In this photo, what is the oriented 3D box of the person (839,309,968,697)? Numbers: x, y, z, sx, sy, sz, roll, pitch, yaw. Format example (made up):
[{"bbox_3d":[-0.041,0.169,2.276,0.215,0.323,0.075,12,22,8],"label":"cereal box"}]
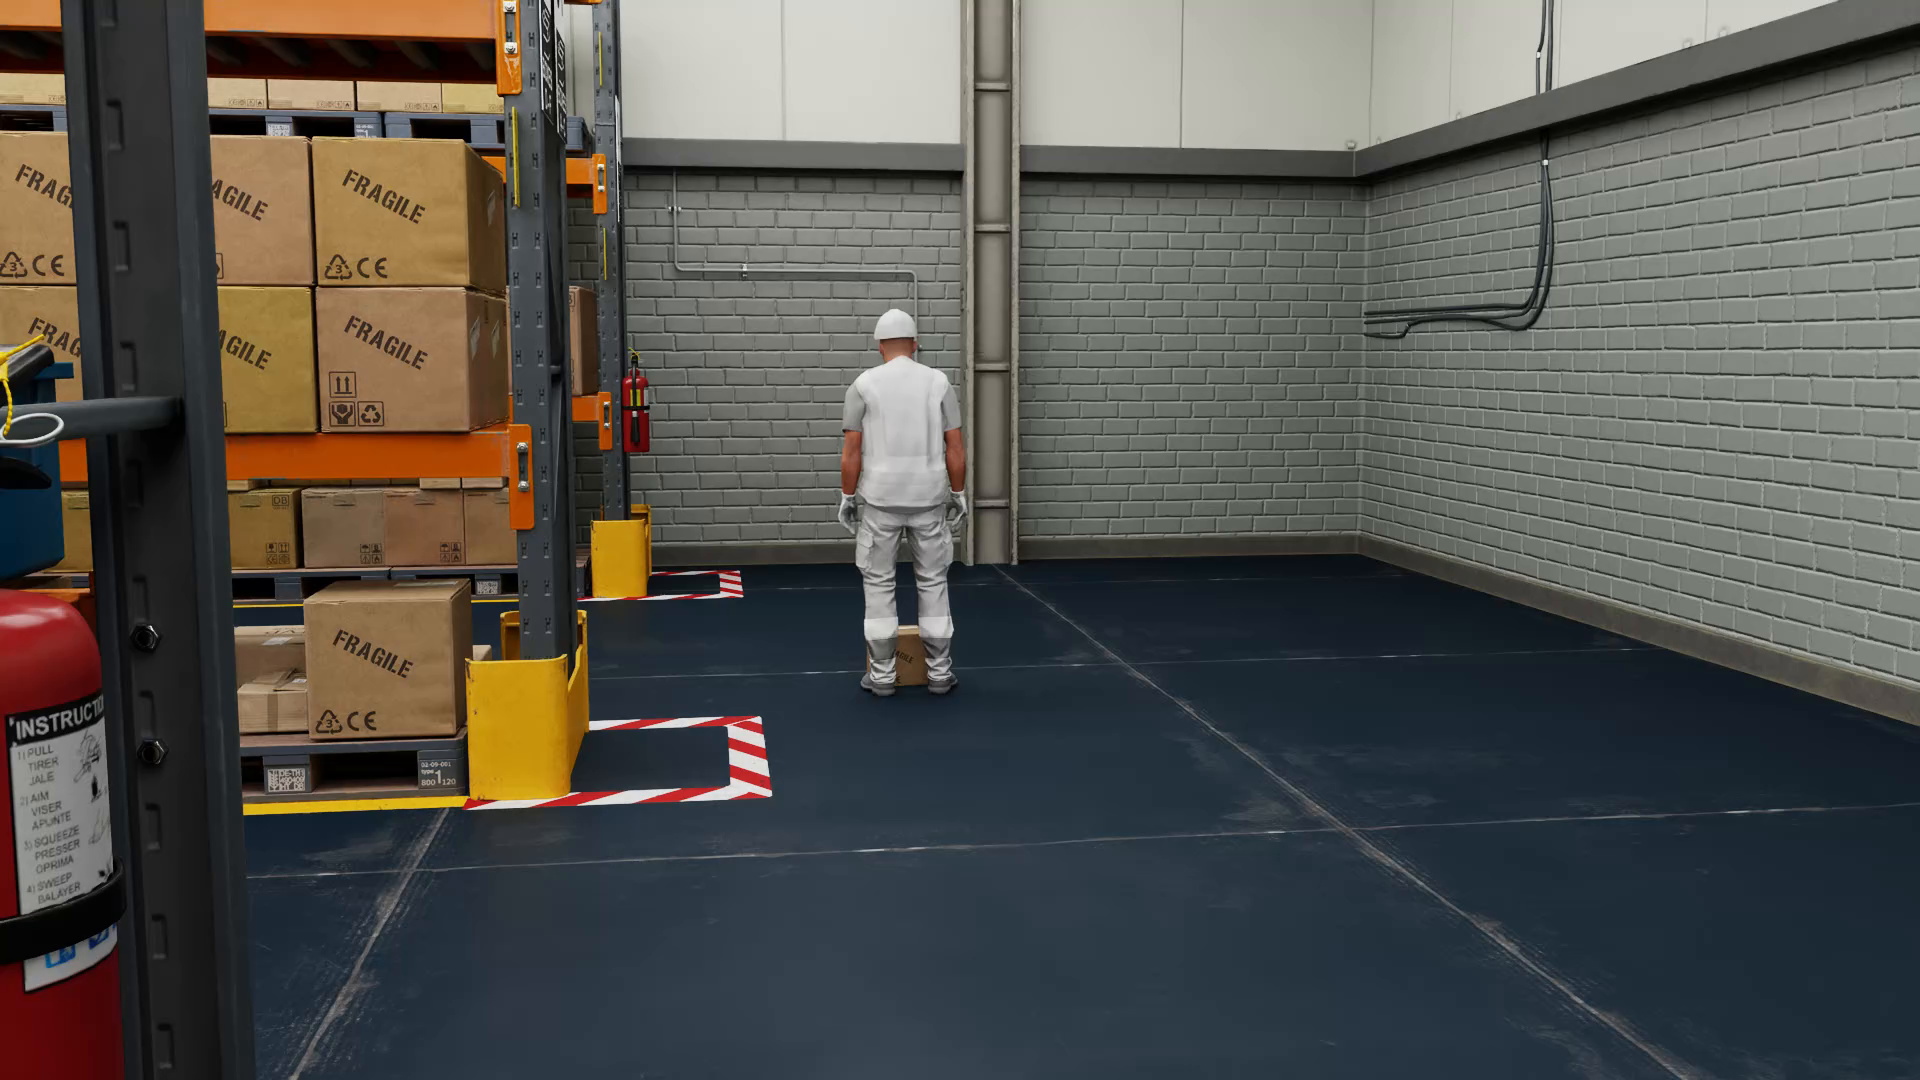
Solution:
[{"bbox_3d":[-0.261,-0.174,7.707,0.604,1.775,0.453,-1,6,-9],"label":"person"}]
